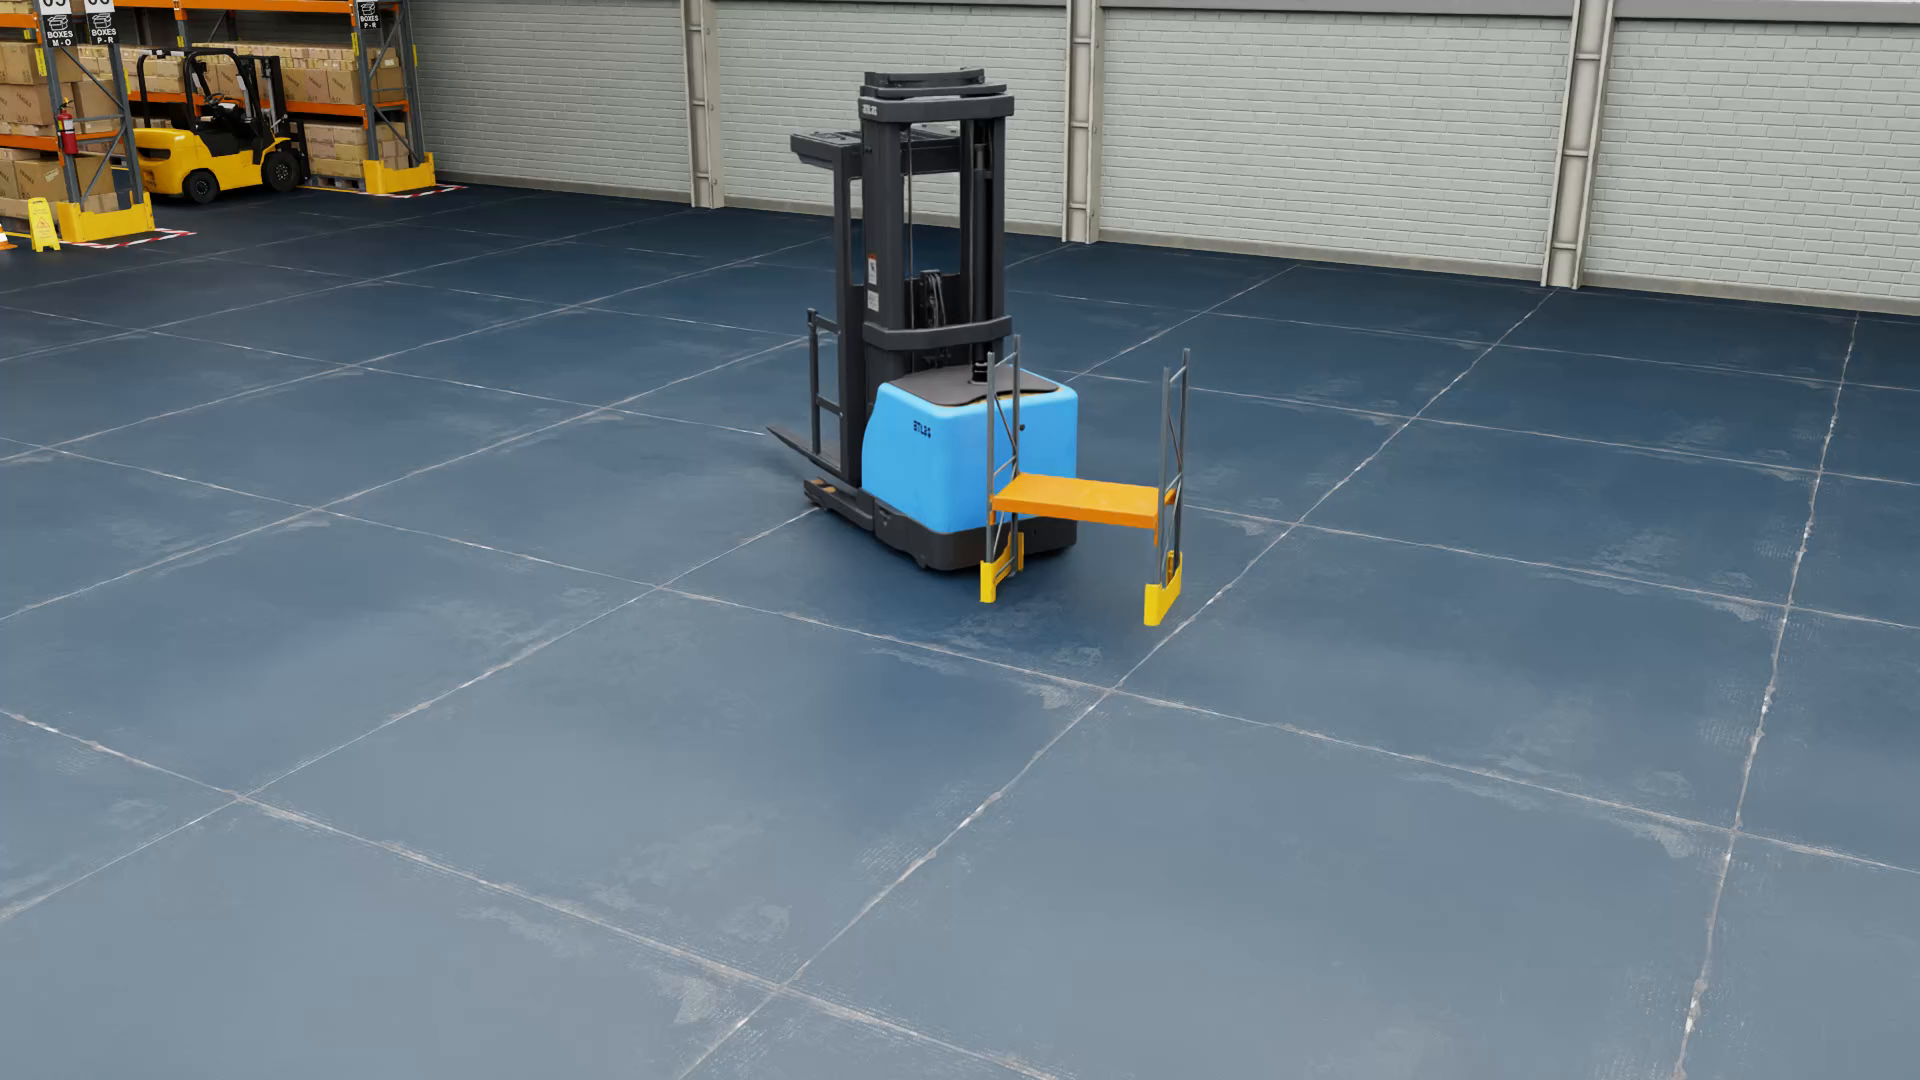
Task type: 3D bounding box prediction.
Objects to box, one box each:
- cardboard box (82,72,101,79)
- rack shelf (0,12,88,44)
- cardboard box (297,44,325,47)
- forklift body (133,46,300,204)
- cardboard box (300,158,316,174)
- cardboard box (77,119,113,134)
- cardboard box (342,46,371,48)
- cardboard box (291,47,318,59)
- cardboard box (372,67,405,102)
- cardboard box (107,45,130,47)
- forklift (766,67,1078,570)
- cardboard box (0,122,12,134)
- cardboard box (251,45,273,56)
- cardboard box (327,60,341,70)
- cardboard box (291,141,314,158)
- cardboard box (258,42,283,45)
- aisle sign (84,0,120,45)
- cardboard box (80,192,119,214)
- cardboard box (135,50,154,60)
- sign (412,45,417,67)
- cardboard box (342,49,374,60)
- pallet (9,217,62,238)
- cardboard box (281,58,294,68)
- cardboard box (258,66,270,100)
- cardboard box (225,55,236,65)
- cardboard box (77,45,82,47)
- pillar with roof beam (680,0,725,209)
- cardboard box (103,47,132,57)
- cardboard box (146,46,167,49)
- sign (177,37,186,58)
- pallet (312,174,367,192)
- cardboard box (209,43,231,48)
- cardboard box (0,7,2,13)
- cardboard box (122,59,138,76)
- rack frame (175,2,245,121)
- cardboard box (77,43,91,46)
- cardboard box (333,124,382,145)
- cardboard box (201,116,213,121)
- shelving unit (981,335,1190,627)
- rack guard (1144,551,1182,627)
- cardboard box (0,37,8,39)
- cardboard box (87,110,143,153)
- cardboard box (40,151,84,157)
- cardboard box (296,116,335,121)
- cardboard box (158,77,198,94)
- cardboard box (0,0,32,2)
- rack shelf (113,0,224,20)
[{"bbox_3d":[-14.572,-7.846,28.316,0.500,0.250,0.500,10,22,26],"label":"cardboard box"},{"bbox_3d":[-12.909,-6.828,21.945,4.000,0.370,1.077,11,23,27],"label":"rack shelf"},{"bbox_3d":[-10.271,-7.778,26.376,0.250,0.149,0.380,11,23,28],"label":"cardboard box"},{"bbox_3d":[-11.291,-6.275,25.009,1.214,2.155,2.313,11,23,27],"label":"forklift body"},{"bbox_3d":[-10.172,-5.962,26.318,0.500,0.250,0.500,11,23,28],"label":"cardboard box"},{"bbox_3d":[-11.359,-5.423,21.785,0.250,0.149,0.380,11,23,28],"label":"cardboard box"},{"bbox_3d":[-9.384,-7.606,25.900,0.250,0.149,0.380,11,23,28],"label":"cardboard box"},{"bbox_3d":[-10.096,-7.531,25.694,0.250,0.149,0.380,11,23,29],"label":"cardboard box"},{"bbox_3d":[-9.043,-7.114,25.930,0.500,0.500,0.500,12,23,29],"label":"cardboard box"},{"bbox_3d":[-14.430,-8.432,28.613,0.250,0.149,0.380,11,22,27],"label":"cardboard box"},{"bbox_3d":[-0.426,-1.647,11.108,1.130,2.935,3.031,-11,23,-28],"label":"forklift"},{"bbox_3d":[-12.322,-5.396,21.709,0.250,0.149,0.380,11,23,28],"label":"cardboard box"},{"bbox_3d":[-10.941,-7.727,26.232,0.250,0.149,0.380,11,23,27],"label":"cardboard box"},{"bbox_3d":[-9.423,-7.261,25.386,0.250,0.149,0.380,11,23,28],"label":"cardboard box"},{"bbox_3d":[-10.217,-6.195,26.229,0.500,0.250,0.500,10,22,26],"label":"cardboard box"},{"bbox_3d":[-11.127,-7.978,26.926,0.250,0.149,0.380,10,22,26],"label":"cardboard box"},{"bbox_3d":[-10.958,-6.727,21.200,0.004,0.787,0.394,11,23,27],"label":"aisle sign"},{"bbox_3d":[-11.733,-4.544,22.411,0.500,0.250,0.500,11,22,27],"label":"cardboard box"},{"bbox_3d":[-13.361,-8.008,27.443,0.250,0.149,0.380,10,22,26],"label":"cardboard box"},{"bbox_3d":[-8.470,-7.510,25.784,0.005,0.325,0.100,11,23,27],"label":"sign"},{"bbox_3d":[-9.161,-7.390,25.305,0.250,0.149,0.380,11,23,27],"label":"cardboard box"},{"bbox_3d":[-11.922,-4.271,22.329,1.213,0.211,1.003,11,23,27],"label":"pallet"},{"bbox_3d":[-10.317,-7.434,25.862,0.250,0.149,0.380,11,23,28],"label":"cardboard box"},{"bbox_3d":[-10.644,-7.207,26.187,0.500,0.500,0.500,11,23,28],"label":"cardboard box"},{"bbox_3d":[-11.441,-7.647,26.448,0.250,0.149,0.380,11,23,28],"label":"cardboard box"},{"bbox_3d":[-15.125,-8.364,28.426,0.250,0.149,0.380,11,23,29],"label":"cardboard box"},{"bbox_3d":[-5.776,-7.826,19.244,0.400,9.000,9.100,11,23,27],"label":"pillar with roof beam"},{"bbox_3d":[-14.189,-8.217,28.021,0.250,0.149,0.380,11,23,27],"label":"cardboard box"},{"bbox_3d":[-13.527,-8.269,28.163,0.250,0.149,0.380,11,22,27],"label":"cardboard box"},{"bbox_3d":[-12.494,-7.911,26.692,0.005,0.325,0.100,11,23,27],"label":"sign"},{"bbox_3d":[-9.434,-5.705,26.284,1.213,0.211,1.003,11,23,27],"label":"pallet"},{"bbox_3d":[-11.823,-7.906,26.727,0.250,0.149,0.380,11,23,28],"label":"cardboard box"},{"bbox_3d":[-12.060,-6.777,21.119,0.250,0.149,0.380,12,23,29],"label":"cardboard box"},{"bbox_3d":[-13.687,-7.907,27.751,0.500,0.250,0.500,11,23,28],"label":"cardboard box"},{"bbox_3d":[-12.238,-7.567,27.326,0.127,3.000,1.000,11,23,27],"label":"rack frame"},{"bbox_3d":[-15.347,-8.590,29.049,0.250,0.149,0.380,12,23,29],"label":"cardboard box"},{"bbox_3d":[-9.300,-6.260,25.674,0.500,0.250,0.500,12,23,29],"label":"cardboard box"},{"bbox_3d":[-11.969,-6.768,27.074,0.500,0.250,0.500,10,22,26],"label":"cardboard box"},{"bbox_3d":[0.723,-0.366,9.675,1.083,1.500,0.587,7,21,19],"label":"shelving unit"},{"bbox_3d":[1.189,0.281,9.724,0.087,0.250,0.587,7,21,19],"label":"rack guard"},{"bbox_3d":[-13.017,-6.365,21.964,0.500,0.500,0.700,11,22,27],"label":"cardboard box"},{"bbox_3d":[-14.618,-7.099,28.903,0.625,0.625,0.875,12,23,29],"label":"cardboard box"},{"bbox_3d":[-12.212,-4.986,22.530,0.500,0.500,0.500,10,22,25],"label":"cardboard box"},{"bbox_3d":[-10.387,-6.668,26.799,0.500,0.250,0.500,10,22,26],"label":"cardboard box"},{"bbox_3d":[-12.806,-7.502,27.368,0.500,0.250,0.500,11,23,29],"label":"cardboard box"},{"bbox_3d":[-11.742,-6.907,20.894,0.500,0.250,0.500,10,22,27],"label":"cardboard box"},{"bbox_3d":[-13.984,-8.971,27.854,4.000,0.370,1.077,11,23,27],"label":"rack shelf"}]
